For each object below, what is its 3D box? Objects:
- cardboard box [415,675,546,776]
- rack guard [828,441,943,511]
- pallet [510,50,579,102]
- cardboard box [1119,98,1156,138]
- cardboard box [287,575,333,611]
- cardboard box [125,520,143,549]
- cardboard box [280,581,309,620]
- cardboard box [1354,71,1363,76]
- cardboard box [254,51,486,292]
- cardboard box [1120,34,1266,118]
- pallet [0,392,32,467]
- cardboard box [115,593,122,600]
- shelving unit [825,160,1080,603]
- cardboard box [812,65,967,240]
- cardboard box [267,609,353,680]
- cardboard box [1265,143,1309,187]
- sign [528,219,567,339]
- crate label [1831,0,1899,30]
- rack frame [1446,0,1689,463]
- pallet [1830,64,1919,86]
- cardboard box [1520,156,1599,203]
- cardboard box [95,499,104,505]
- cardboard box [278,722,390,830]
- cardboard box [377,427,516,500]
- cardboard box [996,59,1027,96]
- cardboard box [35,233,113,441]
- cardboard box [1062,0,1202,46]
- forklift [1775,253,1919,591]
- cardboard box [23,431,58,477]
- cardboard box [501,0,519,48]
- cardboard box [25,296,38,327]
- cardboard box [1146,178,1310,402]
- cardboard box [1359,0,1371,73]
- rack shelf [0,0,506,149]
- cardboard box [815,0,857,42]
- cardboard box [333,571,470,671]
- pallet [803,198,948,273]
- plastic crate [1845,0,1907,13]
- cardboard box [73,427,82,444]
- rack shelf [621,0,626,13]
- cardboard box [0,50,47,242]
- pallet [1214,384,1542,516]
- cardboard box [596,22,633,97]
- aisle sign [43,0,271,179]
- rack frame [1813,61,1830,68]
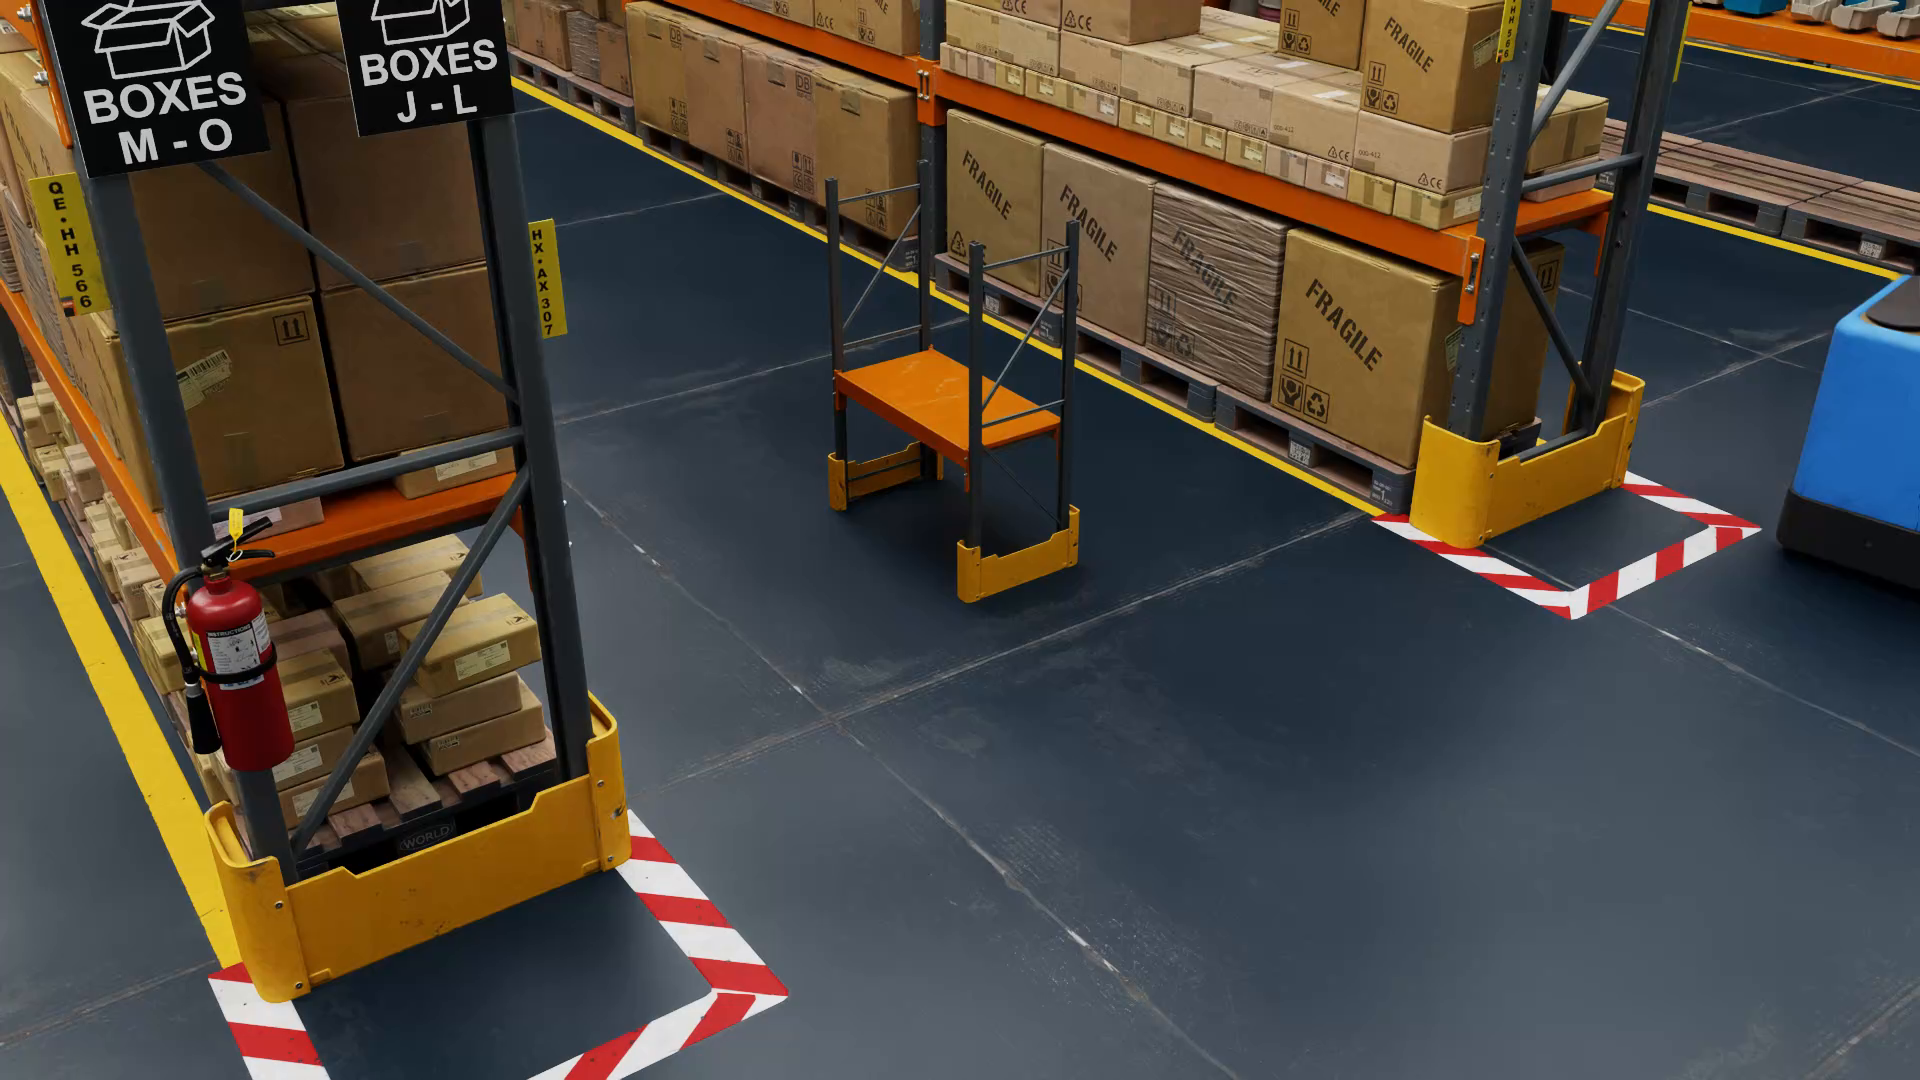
[{"bbox_3d":[-1.610,0.606,5.538,0.380,0.149,0.250,-18,33,-30],"label":"cardboard box"},{"bbox_3d":[-0.333,-0.333,7.601,0.587,0.250,0.087,-19,34,-31],"label":"rack guard"},{"bbox_3d":[-3.264,-4.166,14.700,1.003,0.211,1.213,-19,34,-31],"label":"pallet"},{"bbox_3d":[1.018,-2.135,8.302,0.380,0.149,0.250,-20,34,-32],"label":"cardboard box"},{"bbox_3d":[-2.281,0.094,6.170,0.380,0.149,0.250,-21,35,-33],"label":"cardboard box"},{"bbox_3d":[-2.796,-0.018,6.064,0.380,0.149,0.250,-20,34,-32],"label":"cardboard box"},{"bbox_3d":[-2.481,0.307,5.777,0.380,0.149,0.250,-19,34,-31],"label":"cardboard box"},{"bbox_3d":[2.166,-2.030,7.690,0.500,0.250,0.500,-19,34,-31],"label":"cardboard box"},{"bbox_3d":[-1.611,-1.032,4.543,0.500,0.500,0.500,-19,34,-31],"label":"cardboard box"},{"bbox_3d":[1.140,-2.280,8.150,0.500,0.250,0.500,-19,34,-31],"label":"cardboard box"},{"bbox_3d":[-4.340,-0.802,8.505,1.003,0.211,1.213,-19,34,-31],"label":"pallet"},{"bbox_3d":[-3.152,0.067,6.530,0.380,0.149,0.250,-20,34,-32],"label":"cardboard box"},{"bbox_3d":[-0.044,-0.689,6.947,0.587,1.500,1.083,-19,34,-31],"label":"shelving unit"},{"bbox_3d":[-0.176,-2.553,10.593,1.225,0.875,0.875,-19,34,-30],"label":"cardboard box"},{"bbox_3d":[-2.180,0.388,5.316,0.380,0.149,0.250,-18,33,-30],"label":"cardboard box"},{"bbox_3d":[1.615,-1.737,7.568,0.380,0.149,0.250,-18,33,-30],"label":"cardboard box"},{"bbox_3d":[-1.125,-0.700,4.489,0.100,0.325,0.005,-19,34,-31],"label":"sign"},{"bbox_3d":[5.608,-3.270,10.342,0.396,0.136,0.243,-19,34,-31],"label":"crate label"},{"bbox_3d":[2.532,-1.503,6.875,1.000,3.000,0.127,-19,34,-31],"label":"rack frame"},{"bbox_3d":[8.681,-4.307,14.959,1.003,0.211,1.213,-19,34,-31],"label":"pallet"},{"bbox_3d":[2.595,-1.622,7.358,0.380,0.149,0.250,-18,33,-30],"label":"cardboard box"},{"bbox_3d":[-3.253,-0.180,6.674,0.380,0.149,0.250,-17,33,-28],"label":"cardboard box"},{"bbox_3d":[-2.042,0.752,5.270,0.380,0.149,0.250,-18,33,-30],"label":"cardboard box"},{"bbox_3d":[-1.488,-0.276,4.878,0.380,0.149,0.250,-19,34,-31],"label":"cardboard box"},{"bbox_3d":[0.418,-2.537,9.041,0.380,0.149,0.250,-18,33,-29],"label":"cardboard box"},{"bbox_3d":[-2.332,-0.649,4.886,0.500,0.500,0.500,-19,34,-31],"label":"cardboard box"},{"bbox_3d":[0.866,-2.801,8.325,0.500,0.500,0.500,-20,34,-32],"label":"cardboard box"},{"bbox_3d":[4.870,-1.567,7.064,1.130,2.935,3.031,25,37,37],"label":"forklift"},{"bbox_3d":[-3.938,-0.426,7.438,0.380,0.149,0.250,-20,35,-33],"label":"cardboard box"},{"bbox_3d":[-3.829,-4.828,15.155,0.700,0.500,0.500,-19,34,-31],"label":"cardboard box"},{"bbox_3d":[-3.186,-0.915,6.055,0.380,0.149,0.250,-17,33,-29],"label":"cardboard box"},{"bbox_3d":[1.567,-1.335,8.351,0.875,0.875,0.875,-19,34,-31],"label":"cardboard box"},{"bbox_3d":[2.183,-2.354,7.500,0.500,0.500,0.500,-20,34,-32],"label":"cardboard box"},{"bbox_3d":[-2.727,-1.949,5.307,1.077,0.370,4.000,-19,34,-31],"label":"rack shelf"},{"bbox_3d":[-0.564,-3.403,10.268,0.500,0.500,0.500,-18,33,-29],"label":"cardboard box"},{"bbox_3d":[-1.852,0.266,5.542,0.380,0.149,0.250,-18,33,-30],"label":"cardboard box"},{"bbox_3d":[-0.298,-2.112,10.918,1.003,0.211,1.213,-19,34,-31],"label":"pallet"},{"bbox_3d":[5.927,-3.526,10.713,0.416,0.233,0.300,-19,34,-31],"label":"plastic crate"},{"bbox_3d":[-3.388,-0.423,6.810,0.380,0.149,0.250,-20,34,-32],"label":"cardboard box"},{"bbox_3d":[-3.269,-5.075,14.205,1.077,0.370,4.000,-19,34,-31],"label":"rack shelf"},{"bbox_3d":[-2.329,-1.090,4.649,0.500,0.500,0.500,-20,34,-32],"label":"cardboard box"},{"bbox_3d":[2.004,-0.567,8.073,1.003,0.211,1.213,-19,34,-31],"label":"pallet"},{"bbox_3d":[-2.514,-3.963,13.563,0.700,0.500,0.500,-21,35,-33],"label":"cardboard box"},{"bbox_3d":[-1.769,-1.201,3.594,0.394,0.787,0.004,-19,34,-31],"label":"aisle sign"},{"bbox_3d":[8.283,-5.799,14.785,1.000,3.000,0.127,-19,34,-31],"label":"rack frame"}]
